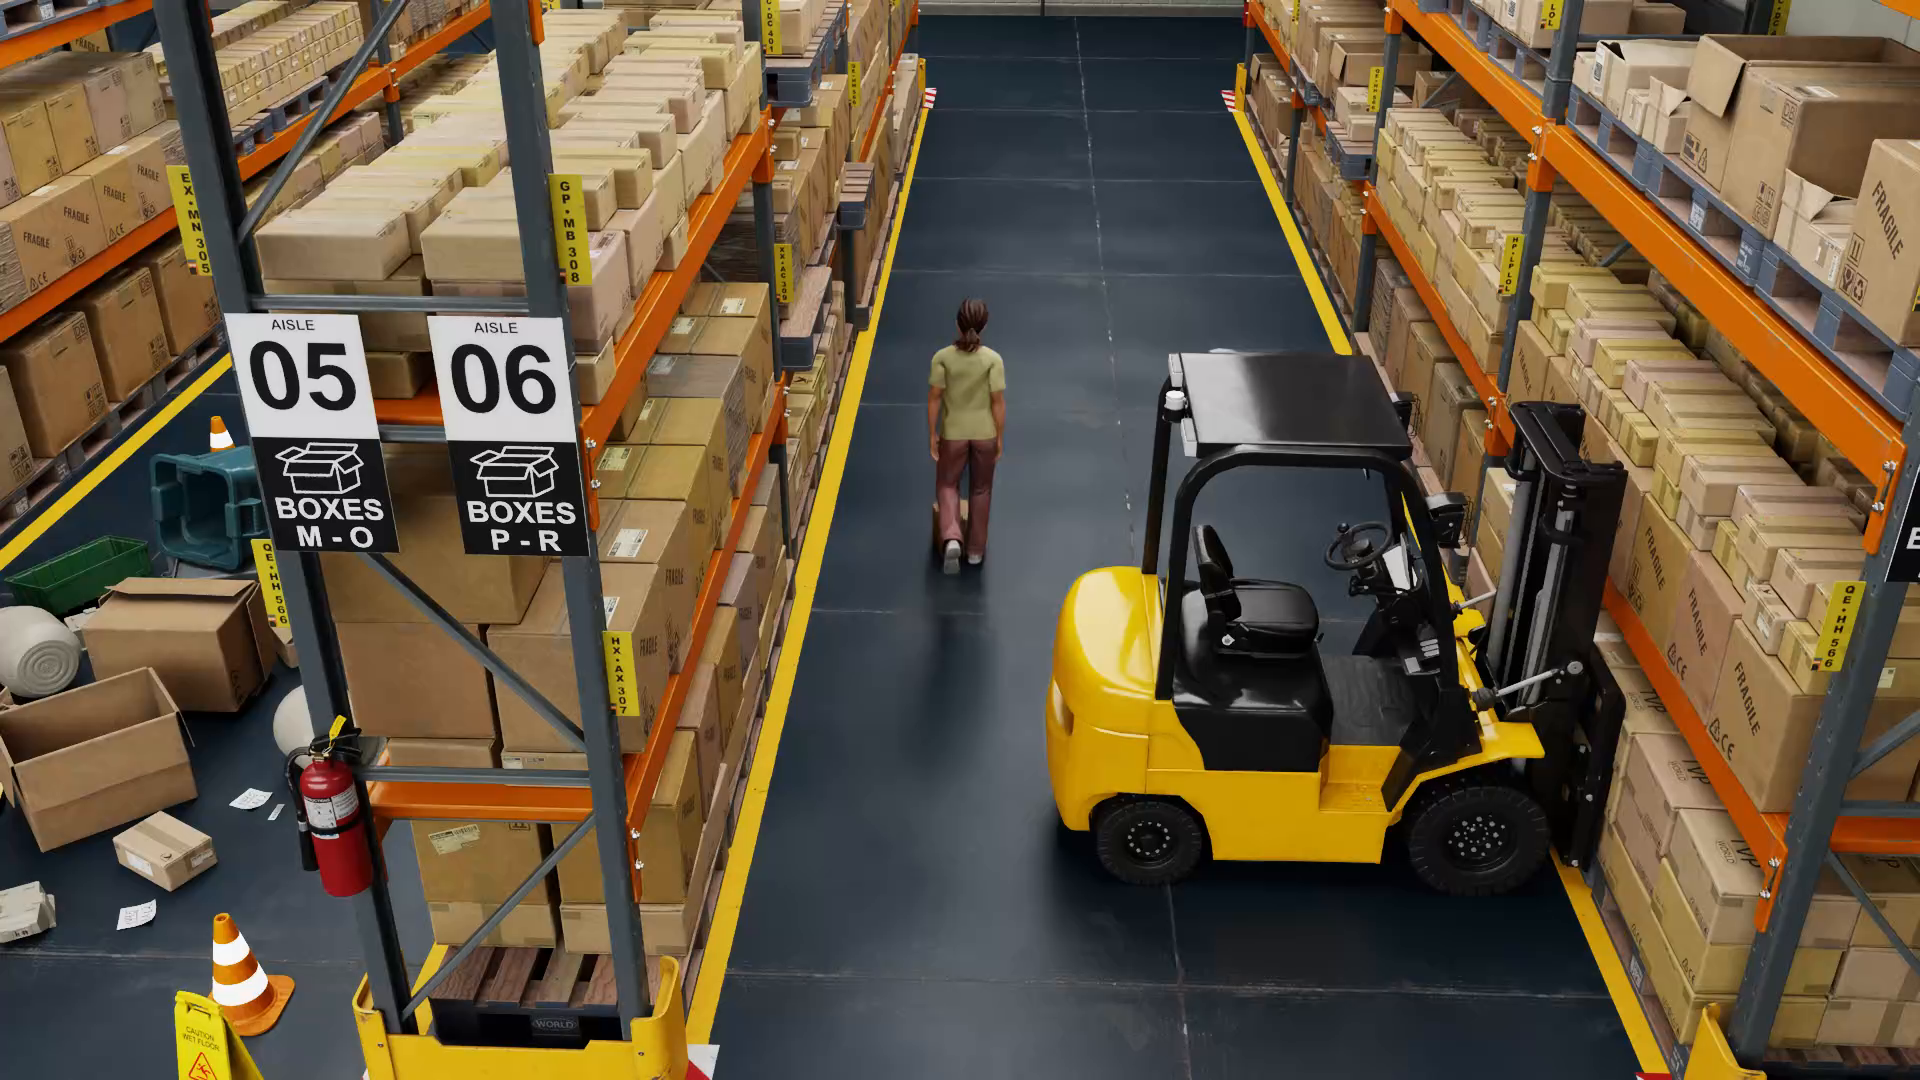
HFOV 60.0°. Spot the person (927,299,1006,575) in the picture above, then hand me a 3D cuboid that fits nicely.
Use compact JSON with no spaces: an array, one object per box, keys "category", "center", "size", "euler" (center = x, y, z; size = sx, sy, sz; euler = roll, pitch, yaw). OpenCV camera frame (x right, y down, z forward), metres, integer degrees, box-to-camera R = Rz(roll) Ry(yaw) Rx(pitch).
[{"category":"person","center":[0.033,-0.564,9.654],"size":[0.457,1.654,0.679],"euler":[1,28,3]}]
